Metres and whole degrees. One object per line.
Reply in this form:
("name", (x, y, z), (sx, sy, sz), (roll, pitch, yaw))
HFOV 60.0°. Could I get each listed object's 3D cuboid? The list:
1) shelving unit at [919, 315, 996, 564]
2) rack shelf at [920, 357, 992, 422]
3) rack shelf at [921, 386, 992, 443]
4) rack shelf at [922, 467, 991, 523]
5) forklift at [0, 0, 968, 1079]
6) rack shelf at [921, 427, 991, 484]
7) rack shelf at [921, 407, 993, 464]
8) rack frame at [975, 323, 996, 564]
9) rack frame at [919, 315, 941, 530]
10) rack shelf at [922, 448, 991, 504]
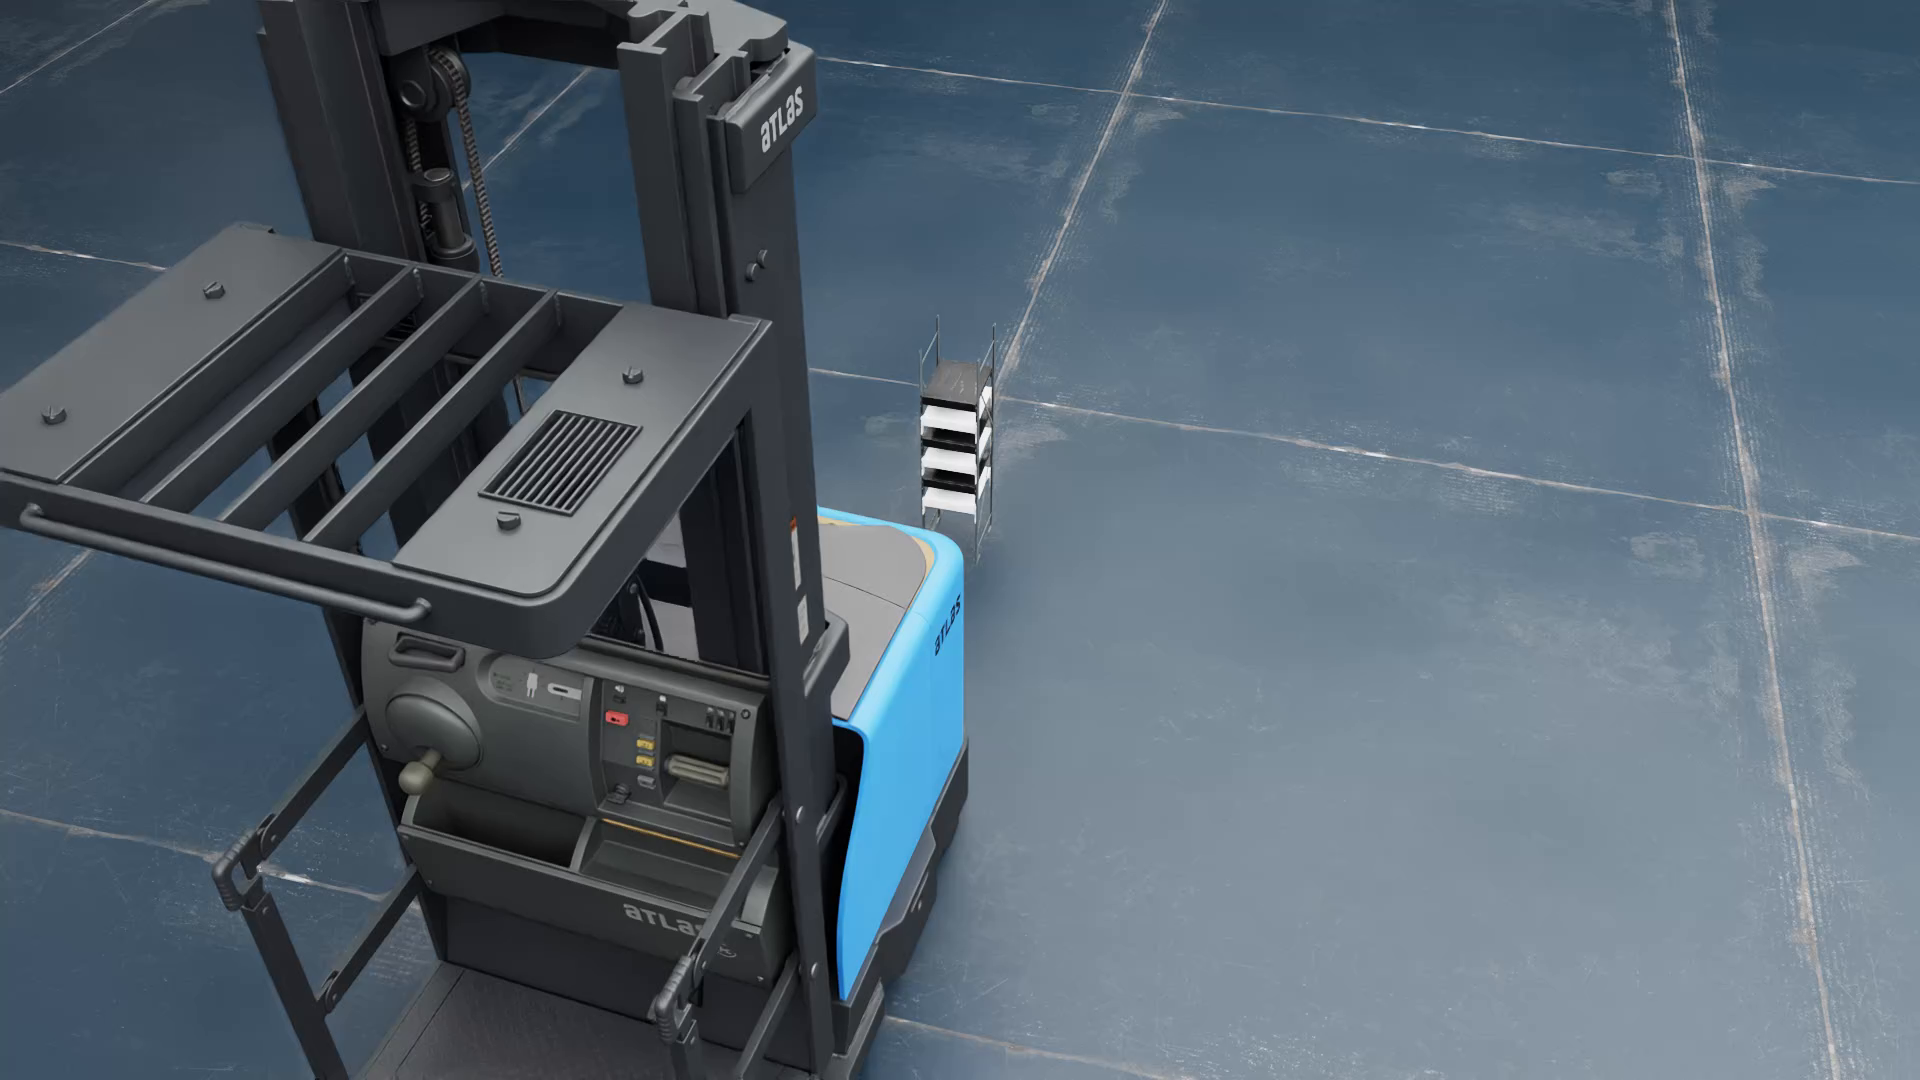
("shelving unit", (-0.008, -0.346, 5.962), (0.210, 0.900, 0.258), (10, 41, 11))
("rack shelf", (-0.008, -0.527, 5.810), (0.200, 0.077, 0.258), (10, 41, 11))
("rack shelf", (-0.008, -0.458, 5.868), (0.200, 0.077, 0.258), (10, 41, 11))
("rack shelf", (-0.008, -0.183, 6.099), (0.200, 0.077, 0.258), (10, 41, 11))
("forklift", (-0.927, 0.489, 3.388), (1.130, 2.935, 3.031), (12, 42, 14))
("rack shelf", (-0.008, -0.320, 5.984), (0.200, 0.077, 0.258), (10, 41, 11))
("rack shelf", (-0.008, -0.389, 5.926), (0.200, 0.077, 0.258), (10, 41, 11))
("rack frame", (0.090, -0.329, 5.942), (0.006, 0.900, 0.240), (10, 41, 11))
("rack frame", (-0.106, -0.363, 5.982), (0.006, 0.900, 0.240), (10, 41, 11))
("rack shelf", (-0.008, -0.252, 6.042), (0.200, 0.077, 0.258), (10, 41, 11))
